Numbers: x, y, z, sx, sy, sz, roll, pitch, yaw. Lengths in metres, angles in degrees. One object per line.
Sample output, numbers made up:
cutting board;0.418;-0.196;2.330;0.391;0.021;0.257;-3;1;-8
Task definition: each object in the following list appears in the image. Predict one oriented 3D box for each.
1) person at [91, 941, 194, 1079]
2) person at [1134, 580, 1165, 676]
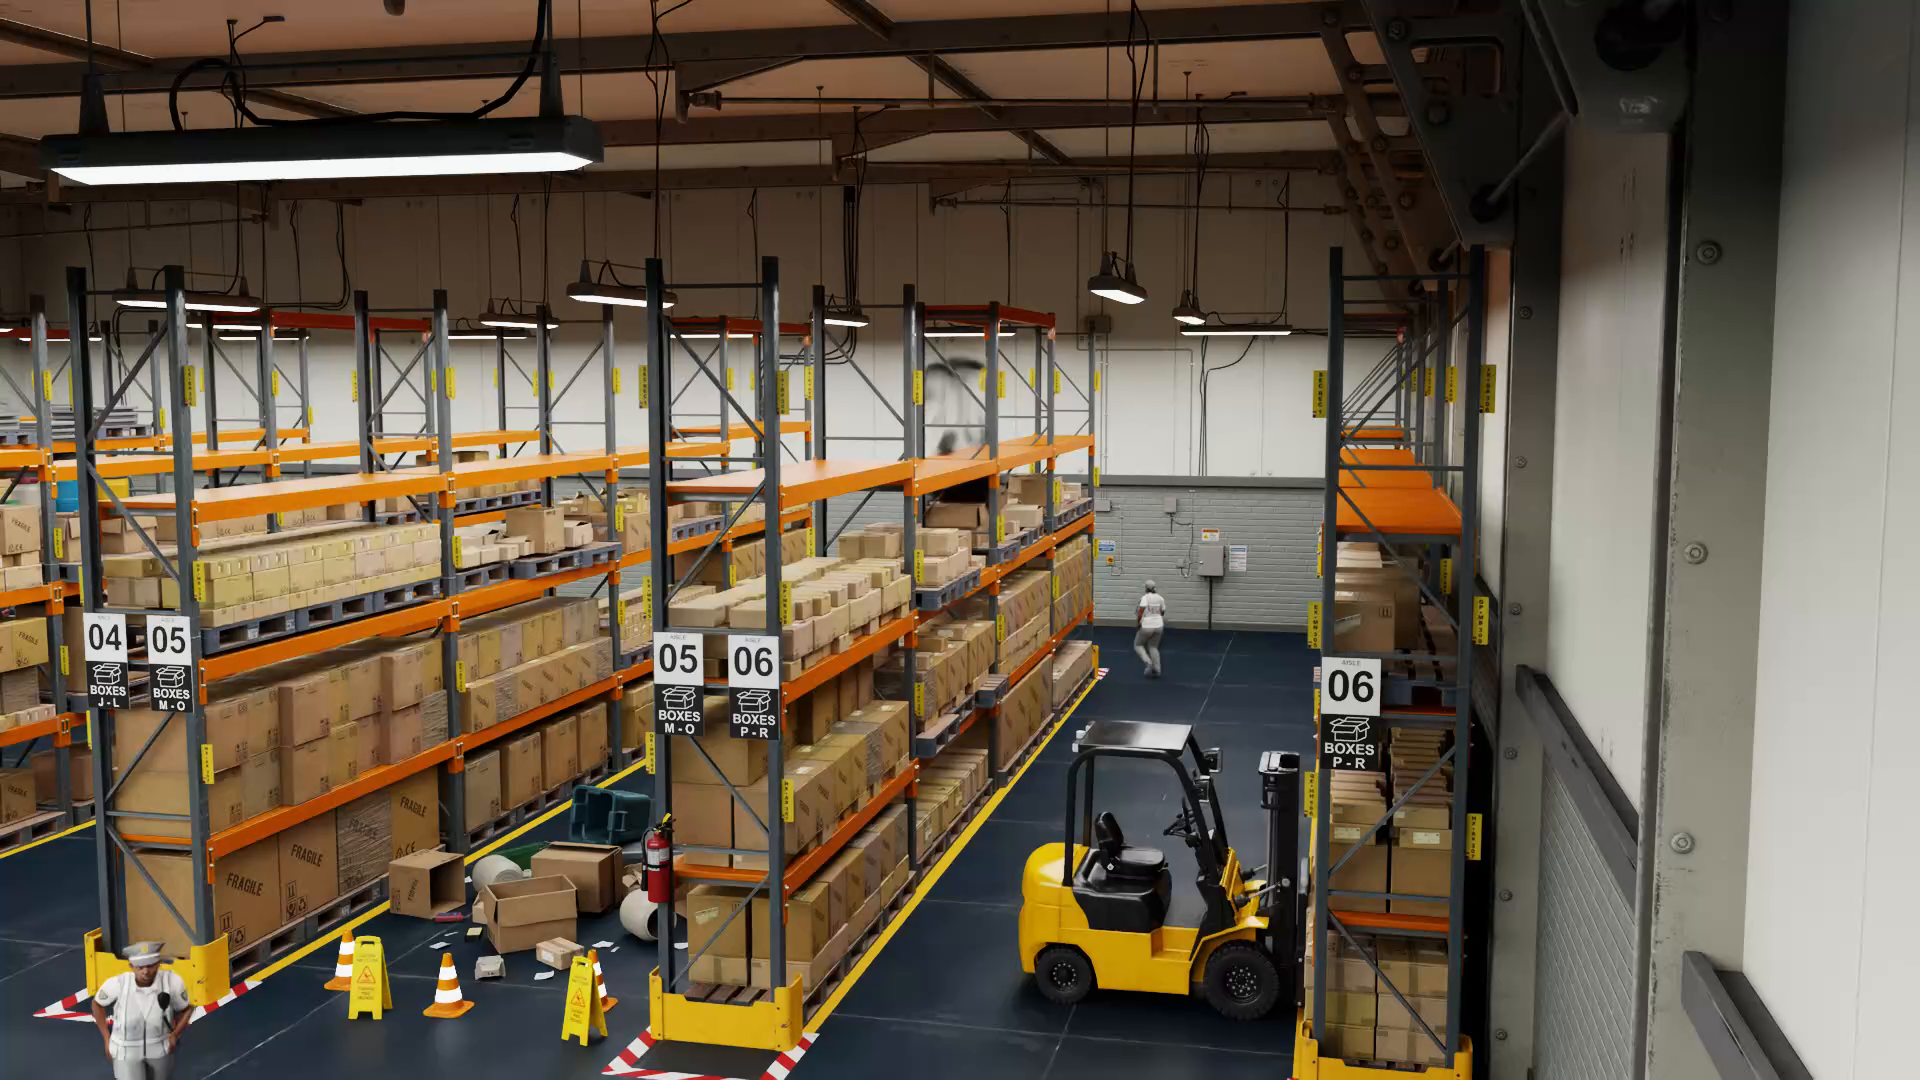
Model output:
person;-5.197;3.295;10.607;0.572;1.683;0.889;-4;7;-31
person;3.190;1.491;28.280;0.627;1.626;0.590;-3;6;-27
